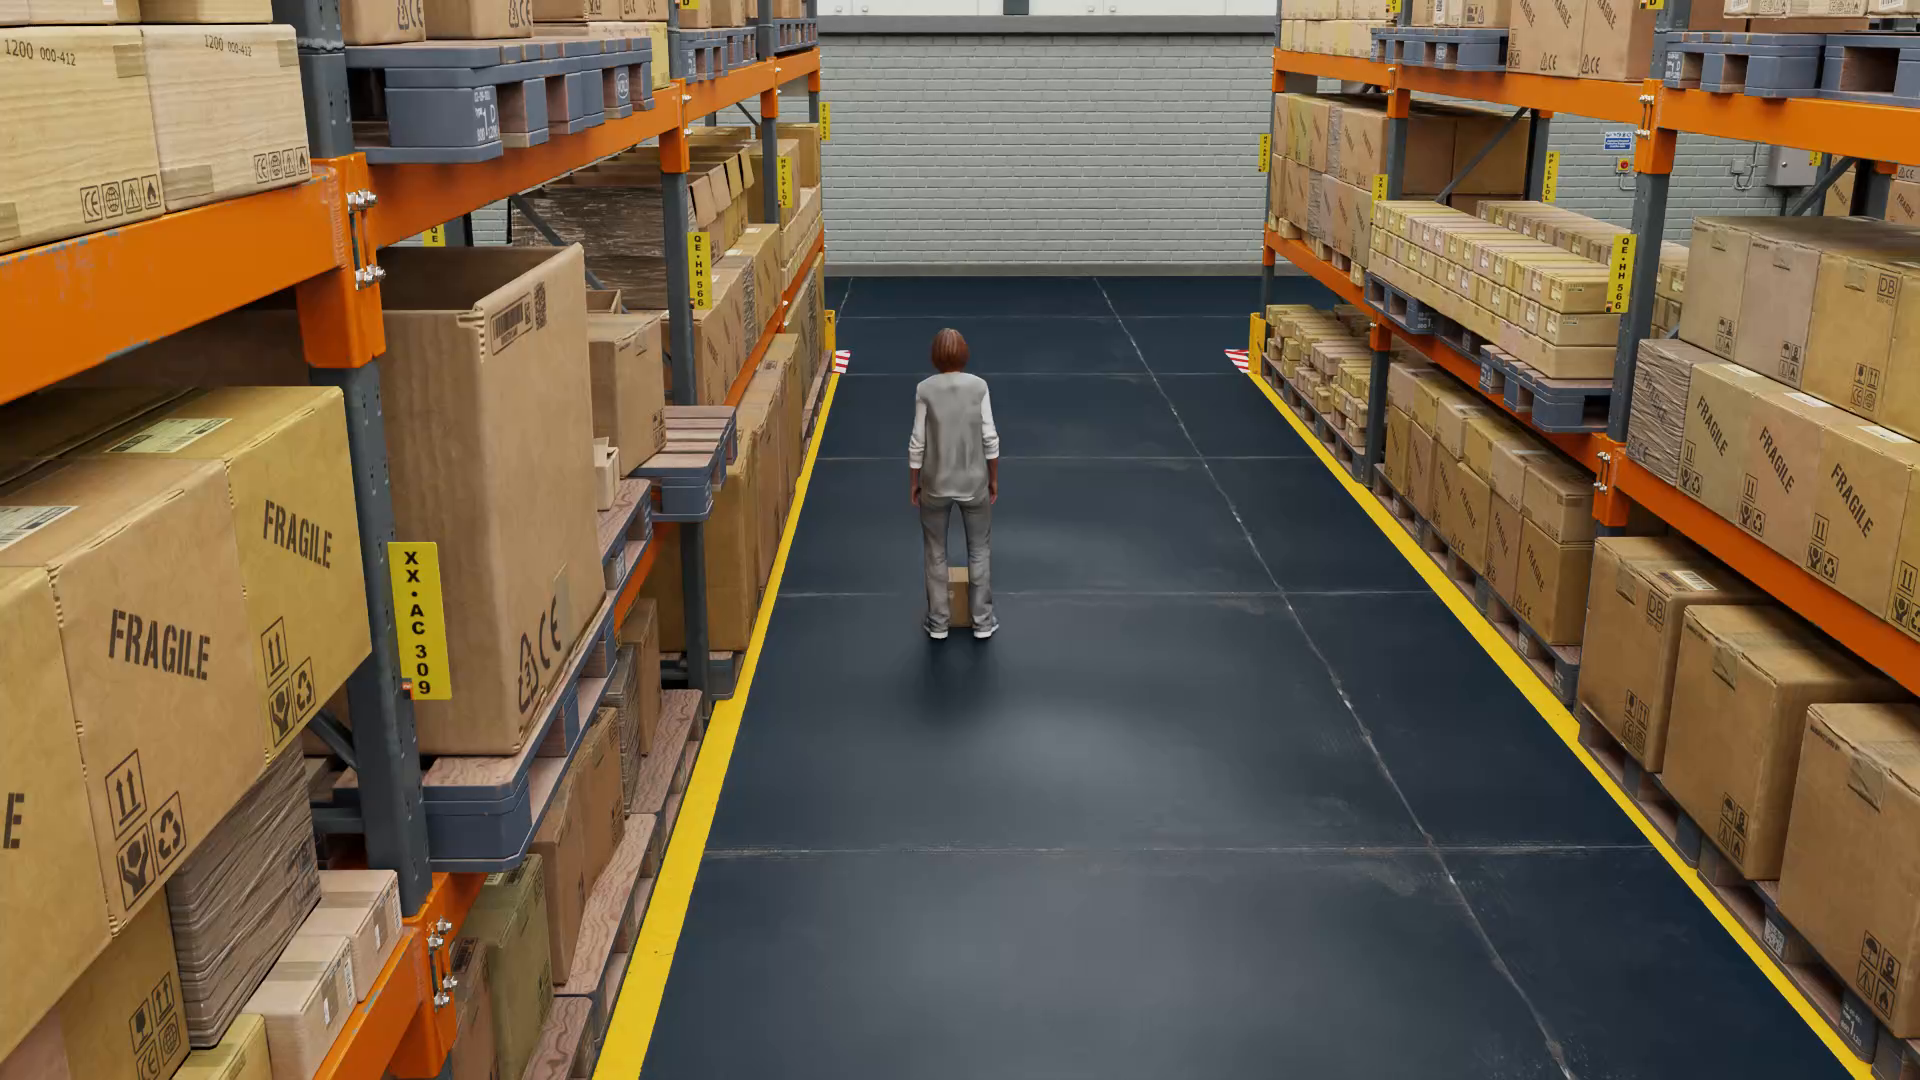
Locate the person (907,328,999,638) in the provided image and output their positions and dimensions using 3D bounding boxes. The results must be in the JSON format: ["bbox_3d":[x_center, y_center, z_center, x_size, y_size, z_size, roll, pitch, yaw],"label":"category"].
[{"bbox_3d":[-0.029,-0.267,8.420,0.475,1.592,0.345,-1,17,-4],"label":"person"}]
